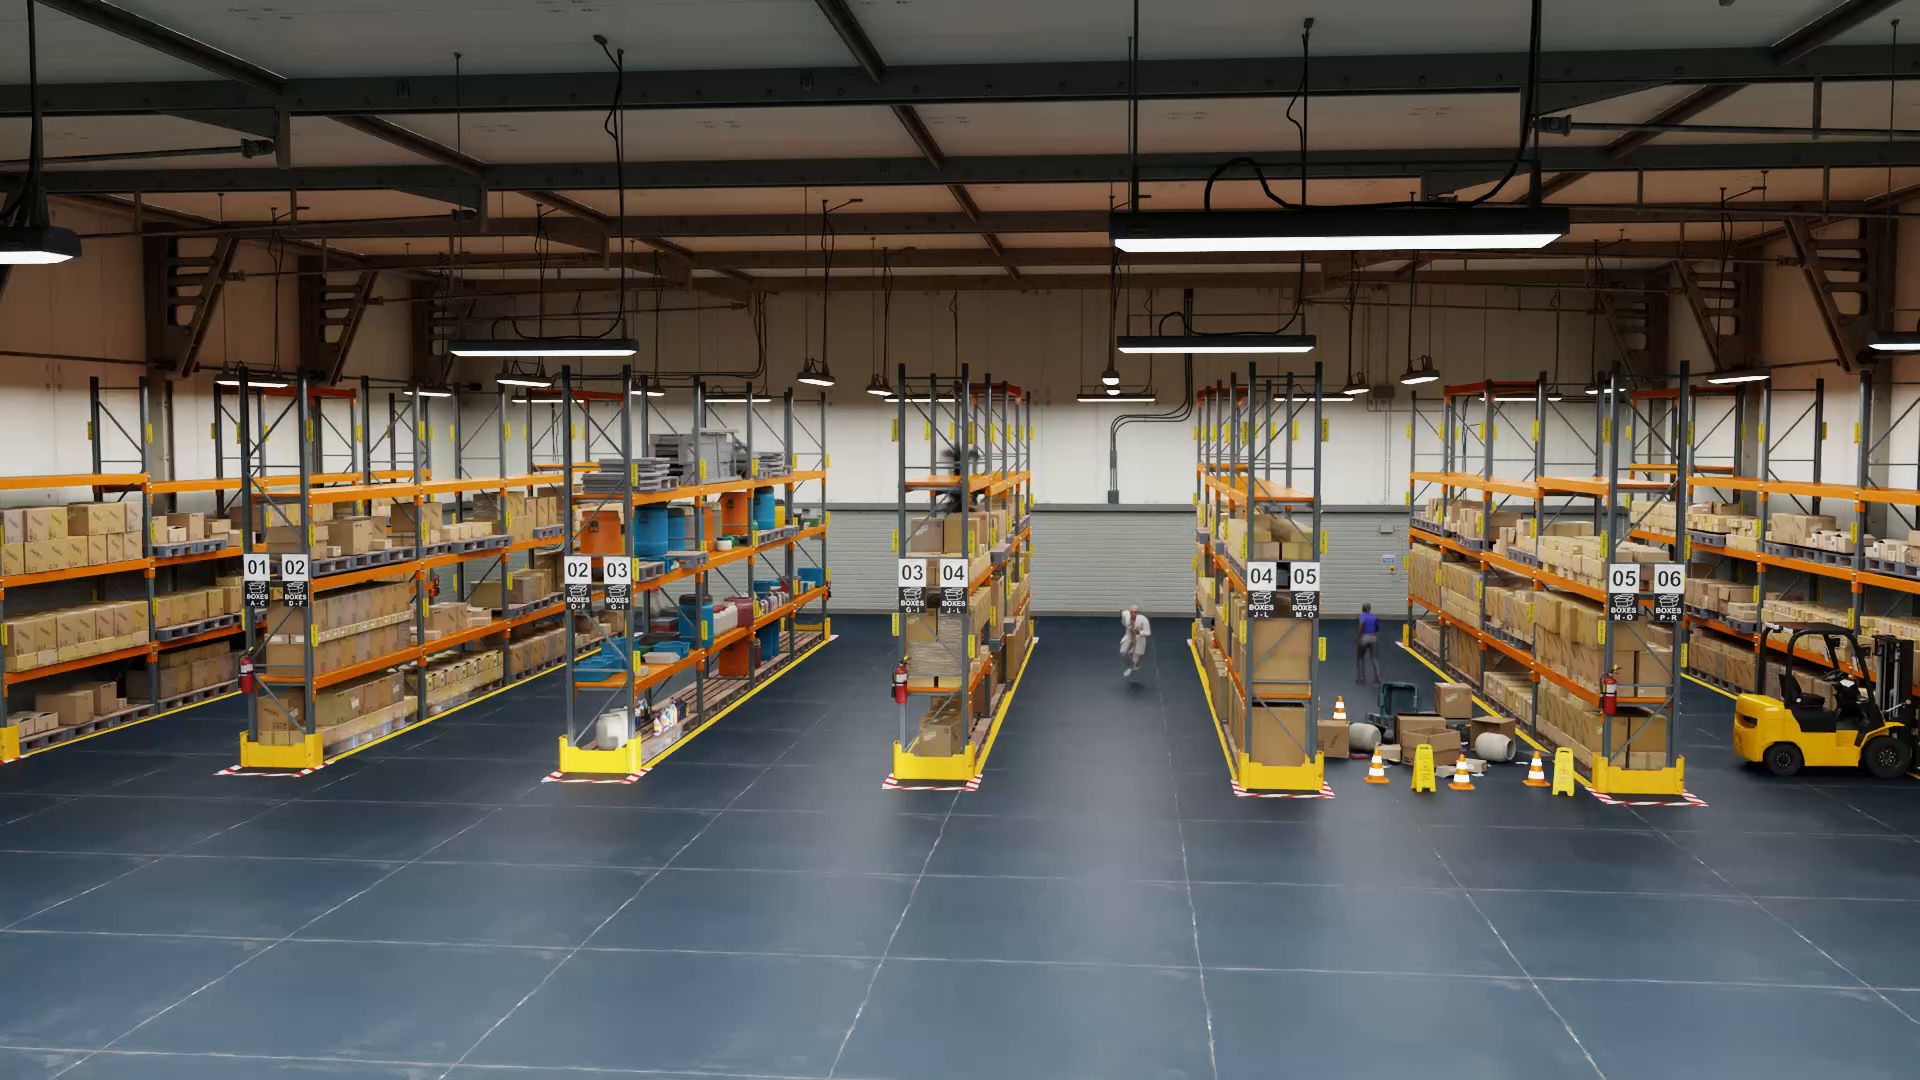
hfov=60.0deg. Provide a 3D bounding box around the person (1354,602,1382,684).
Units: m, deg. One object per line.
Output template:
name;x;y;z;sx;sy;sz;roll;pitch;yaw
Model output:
person;8.134;2.070;33.107;0.574;1.631;0.954;0;4;-8

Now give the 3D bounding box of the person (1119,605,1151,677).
person;3.473;1.972;32.914;0.712;1.461;1.179;1;4;20

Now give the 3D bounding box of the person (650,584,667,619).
person;-7.829;1.459;42.517;0.799;1.696;0.668;-2;4;-30
